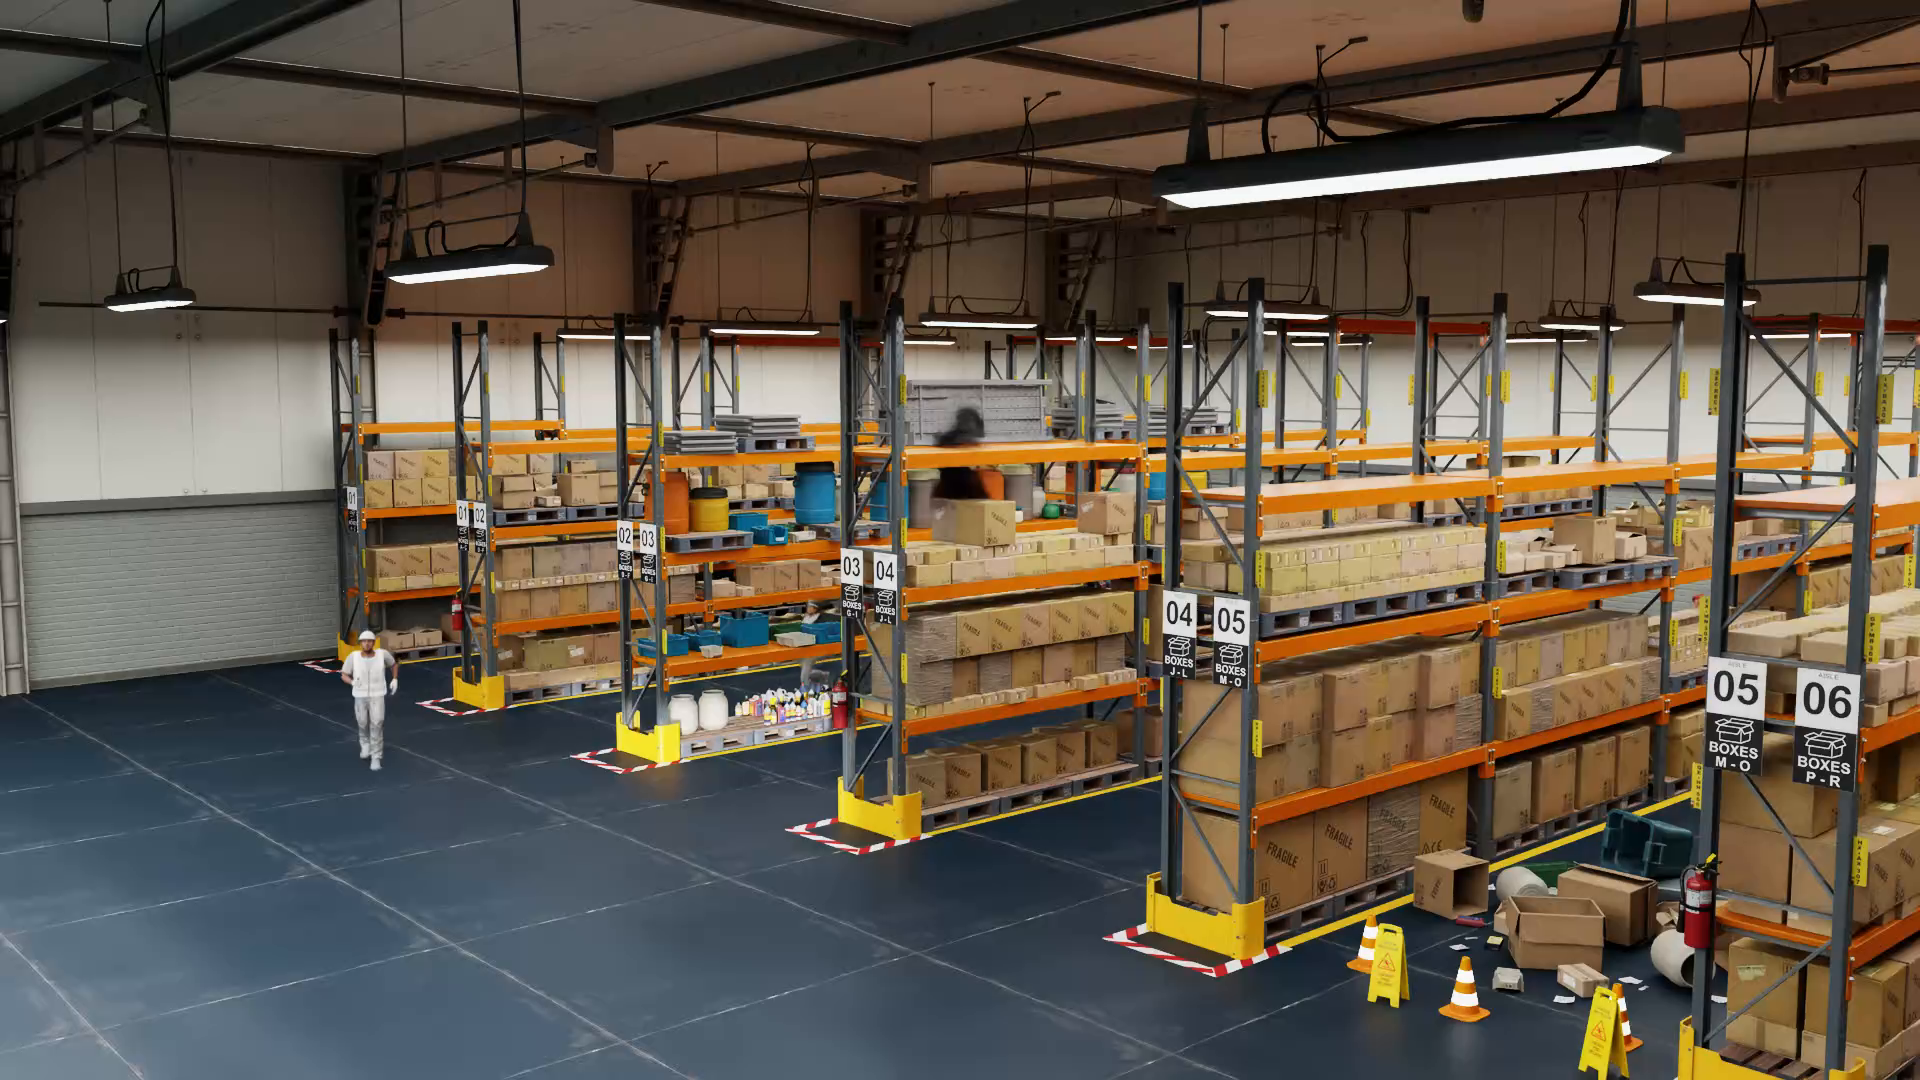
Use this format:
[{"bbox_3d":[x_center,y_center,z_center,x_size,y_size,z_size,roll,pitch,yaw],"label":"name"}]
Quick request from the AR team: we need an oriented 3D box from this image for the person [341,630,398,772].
[{"bbox_3d":[-7.833,2.091,22.076,0.705,1.815,0.869,-2,6,-17],"label":"person"}]

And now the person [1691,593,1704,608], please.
[{"bbox_3d":[11.427,1.736,25.810,0.776,1.840,0.651,-5,7,-40],"label":"person"}]

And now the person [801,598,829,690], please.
[{"bbox_3d":[-2.331,1.745,26.371,0.778,1.656,0.632,-5,8,-44],"label":"person"}]
